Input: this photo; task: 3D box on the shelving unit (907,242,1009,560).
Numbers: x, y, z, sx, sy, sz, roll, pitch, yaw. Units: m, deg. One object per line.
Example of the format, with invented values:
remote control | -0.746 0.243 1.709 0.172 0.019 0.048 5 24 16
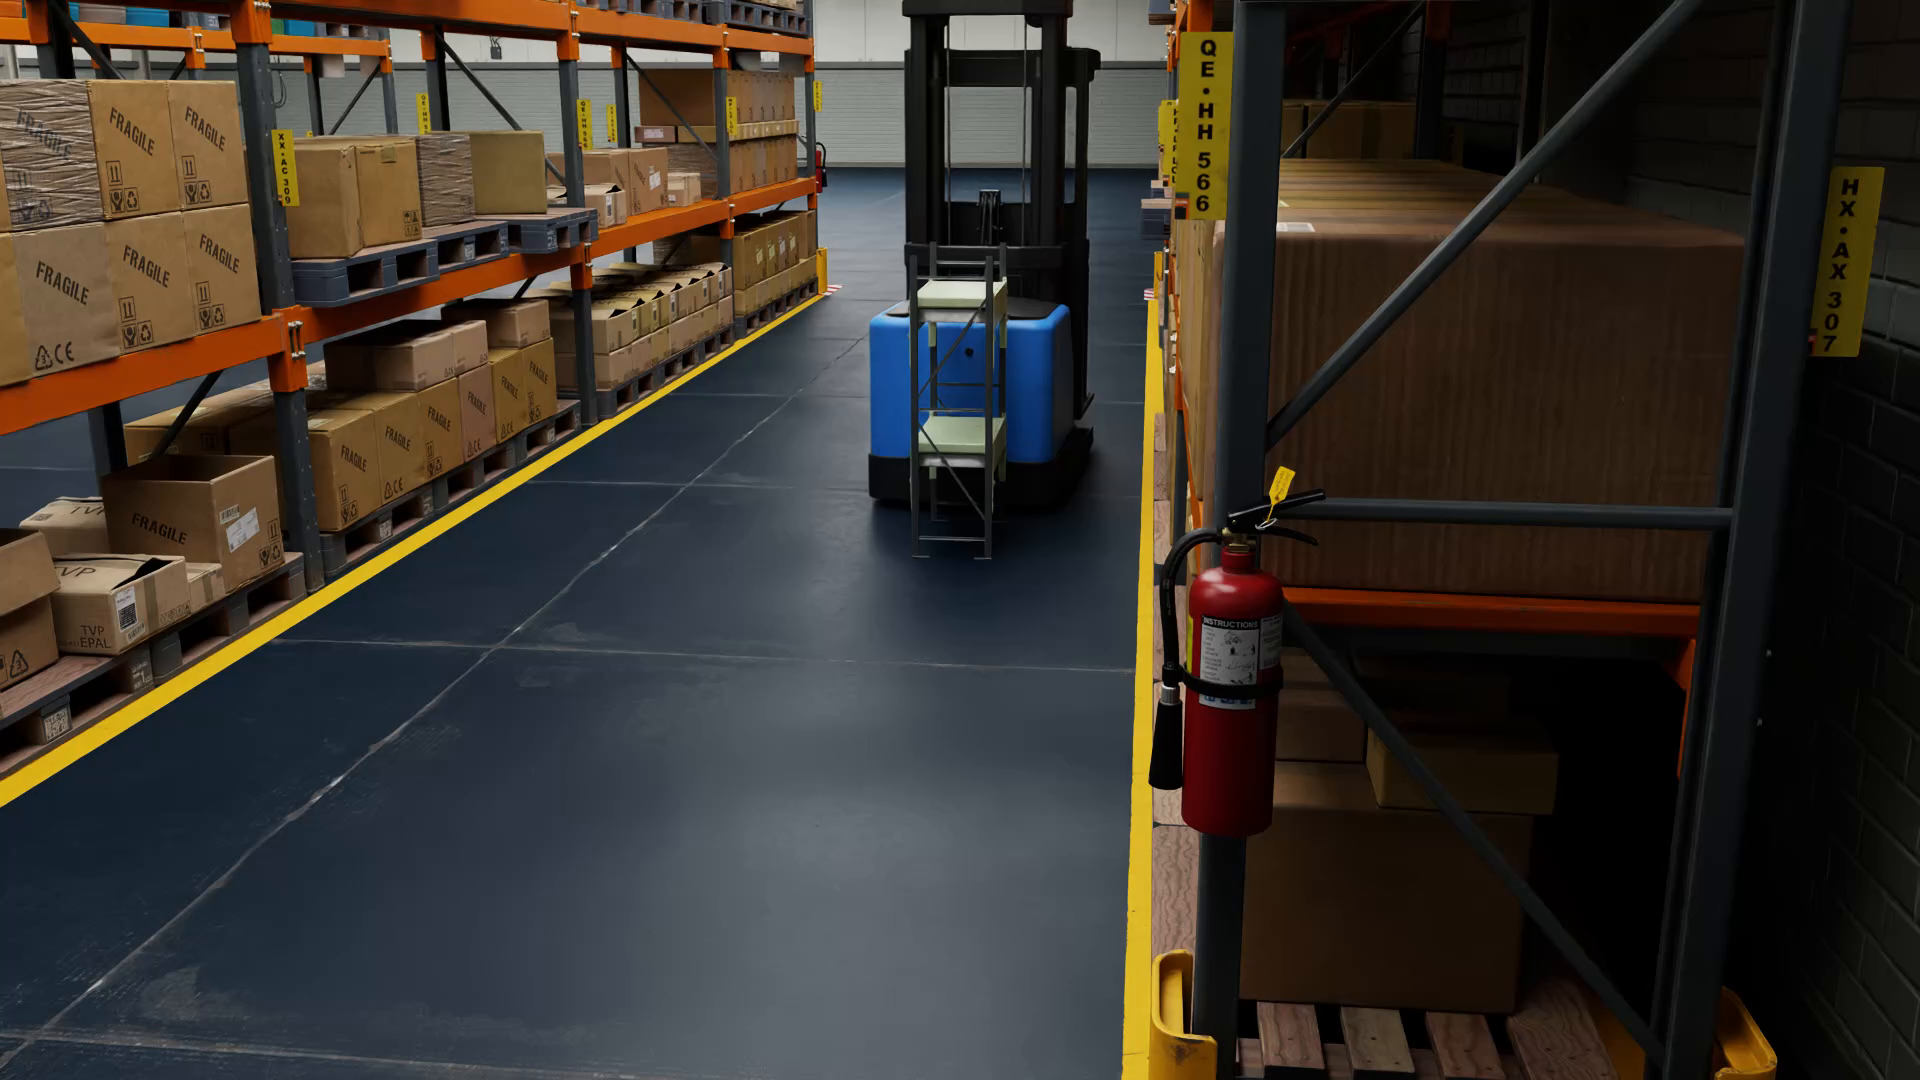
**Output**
shelving unit | 0.001 -0.726 8.473 0.431 1.500 0.755 2 15 6

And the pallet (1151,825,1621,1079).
pallet | 0.988 1.094 4.210 1.003 0.211 1.213 2 15 6

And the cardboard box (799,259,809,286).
cardboard box | -1.953 -2.934 18.230 0.500 0.250 0.500 2 15 6

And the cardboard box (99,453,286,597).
cardboard box | -3.278 -0.074 7.135 0.500 0.500 0.500 2 15 6

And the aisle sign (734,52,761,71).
aisle sign | -2.439 -5.618 18.711 0.394 0.787 0.004 2 15 6

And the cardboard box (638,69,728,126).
cardboard box | -2.549 -4.089 15.361 0.700 0.500 0.500 2 15 7

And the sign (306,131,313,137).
sign | -7.609 -4.635 19.525 0.100 0.325 0.005 2 15 6

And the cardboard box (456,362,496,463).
cardboard box | -3.029 -0.748 9.626 0.500 0.500 0.500 1 15 4

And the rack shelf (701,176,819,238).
rack shelf | -2.368 -3.471 17.129 1.077 0.370 4.000 2 15 6

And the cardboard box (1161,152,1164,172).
cardboard box | 2.075 -3.585 14.987 0.500 0.500 0.500 2 15 6

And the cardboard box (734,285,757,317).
cardboard box | -2.240 -2.286 15.833 0.500 0.250 0.500 2 15 6

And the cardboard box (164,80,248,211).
cardboard box | -3.296 -1.617 6.787 0.500 0.500 0.500 2 15 7

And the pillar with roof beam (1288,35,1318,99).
pillar with roof beam | -0.716 -7.008 17.338 9.100 9.000 0.400 2 15 6

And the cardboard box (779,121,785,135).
cardboard box | -2.083 -4.394 17.731 0.380 0.149 0.250 2 15 7

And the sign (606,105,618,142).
sign | -3.145 -3.771 15.053 0.100 0.325 0.005 2 15 6

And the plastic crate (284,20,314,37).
plastic crate | -6.979 -5.420 17.245 0.392 0.384 0.575 2 15 6

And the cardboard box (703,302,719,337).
cardboard box | -2.411 -1.927 14.507 0.500 0.250 0.500 1 15 5

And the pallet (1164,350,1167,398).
pallet | 2.108 -1.289 13.025 1.003 0.211 1.213 2 15 6

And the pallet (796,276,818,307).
pallet | -2.187 -2.791 18.580 1.003 0.211 1.213 2 15 6

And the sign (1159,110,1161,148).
sign | 1.789 -3.586 14.520 0.100 0.325 0.005 2 15 6

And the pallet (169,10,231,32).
pallet | -7.530 -4.993 15.996 1.213 0.211 1.003 2 15 6

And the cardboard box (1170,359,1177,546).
cardboard box | 1.371 -0.417 7.771 0.750 0.750 0.750 2 15 7

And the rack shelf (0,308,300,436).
rack shelf | -3.722 -0.358 5.619 1.077 0.370 4.000 2 15 6

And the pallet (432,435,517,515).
pallet | -3.307 -0.408 9.765 1.003 0.211 1.213 2 15 6

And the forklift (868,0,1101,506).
forklift | 0.259 -1.941 10.224 1.130 2.935 3.031 3 15 10

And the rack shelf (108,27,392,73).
rack shelf | -7.289 -5.066 17.281 1.077 0.370 4.000 2 15 6

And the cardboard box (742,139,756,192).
cardboard box | -2.436 -3.730 16.518 0.700 0.500 0.500 2 15 7

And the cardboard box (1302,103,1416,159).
cardboard box | 1.737 -1.755 7.168 0.500 0.250 0.500 2 15 8

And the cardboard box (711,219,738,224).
cardboard box | -2.595 -3.053 17.231 0.500 0.500 0.500 2 15 6

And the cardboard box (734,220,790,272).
cardboard box | -2.063 -3.037 17.173 0.500 0.500 0.500 2 15 6

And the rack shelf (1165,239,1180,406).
rack shelf | 1.652 -1.251 8.920 1.077 0.370 4.000 2 15 6

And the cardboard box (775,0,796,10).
cardboard box | -2.010 -5.676 17.375 0.500 0.250 0.500 2 15 6

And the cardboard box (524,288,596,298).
cardboard box | -3.118 -1.817 13.023 0.500 0.311 0.500 2 15 6

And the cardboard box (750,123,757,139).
cardboard box | -2.229 -4.059 16.492 0.380 0.149 0.250 1 15 5

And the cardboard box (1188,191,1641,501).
cardboard box | 1.094 -0.508 4.221 0.980 0.700 0.700 2 15 6

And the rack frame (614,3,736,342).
rack frame | -2.593 -3.299 15.117 1.000 3.000 0.127 2 15 6

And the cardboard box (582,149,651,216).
cardboard box | -2.812 -2.882 13.383 0.500 0.500 0.500 2 15 6

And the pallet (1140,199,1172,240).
pallet | 1.852 -2.212 11.464 1.213 0.211 1.003 2 15 6

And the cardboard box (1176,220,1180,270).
cardboard box | 1.276 -1.541 7.814 0.500 0.500 0.500 2 15 7

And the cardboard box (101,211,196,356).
cardboard box | -3.354 -1.002 6.429 0.500 0.500 0.500 2 15 8

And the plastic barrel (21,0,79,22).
plastic barrel | -7.504 -4.659 13.437 0.600 0.901 0.708 2 15 6

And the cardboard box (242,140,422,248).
cardboard box | -3.206 -1.772 8.472 0.700 0.500 0.500 4 16 15

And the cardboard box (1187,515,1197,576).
cardboard box | 0.962 0.021 5.579 0.380 0.149 0.250 1 15 5

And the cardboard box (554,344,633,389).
cardboard box | -2.694 -1.264 12.055 0.500 0.250 0.500 2 15 6

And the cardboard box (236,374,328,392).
cardboard box | -3.604 -0.625 9.171 0.500 0.500 0.500 2 15 7

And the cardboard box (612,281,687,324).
cardboard box | -2.526 -1.937 13.468 0.500 0.311 0.500 2 15 6

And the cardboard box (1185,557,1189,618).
cardboard box | 1.240 0.115 6.473 0.700 0.500 0.500 2 15 7

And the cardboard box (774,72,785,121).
cardboard box | -2.267 -4.740 17.769 0.700 0.500 0.500 1 15 5

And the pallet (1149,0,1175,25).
pallet | 2.154 -4.355 13.633 1.213 0.211 1.003 2 15 6

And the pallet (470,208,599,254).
pallet | -3.051 -1.991 10.648 1.213 0.211 1.003 2 15 6

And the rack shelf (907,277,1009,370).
rack shelf | 0.001 -1.102 8.371 0.431 0.370 0.720 2 15 6

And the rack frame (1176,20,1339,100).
rack frame | 1.878 -2.117 10.744 1.000 3.000 0.127 2 15 6

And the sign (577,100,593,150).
sign | -2.504 -2.769 11.089 0.100 0.325 0.005 2 15 6

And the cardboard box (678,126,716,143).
cardboard box | -2.370 -3.725 15.256 0.380 0.149 0.250 2 15 6
